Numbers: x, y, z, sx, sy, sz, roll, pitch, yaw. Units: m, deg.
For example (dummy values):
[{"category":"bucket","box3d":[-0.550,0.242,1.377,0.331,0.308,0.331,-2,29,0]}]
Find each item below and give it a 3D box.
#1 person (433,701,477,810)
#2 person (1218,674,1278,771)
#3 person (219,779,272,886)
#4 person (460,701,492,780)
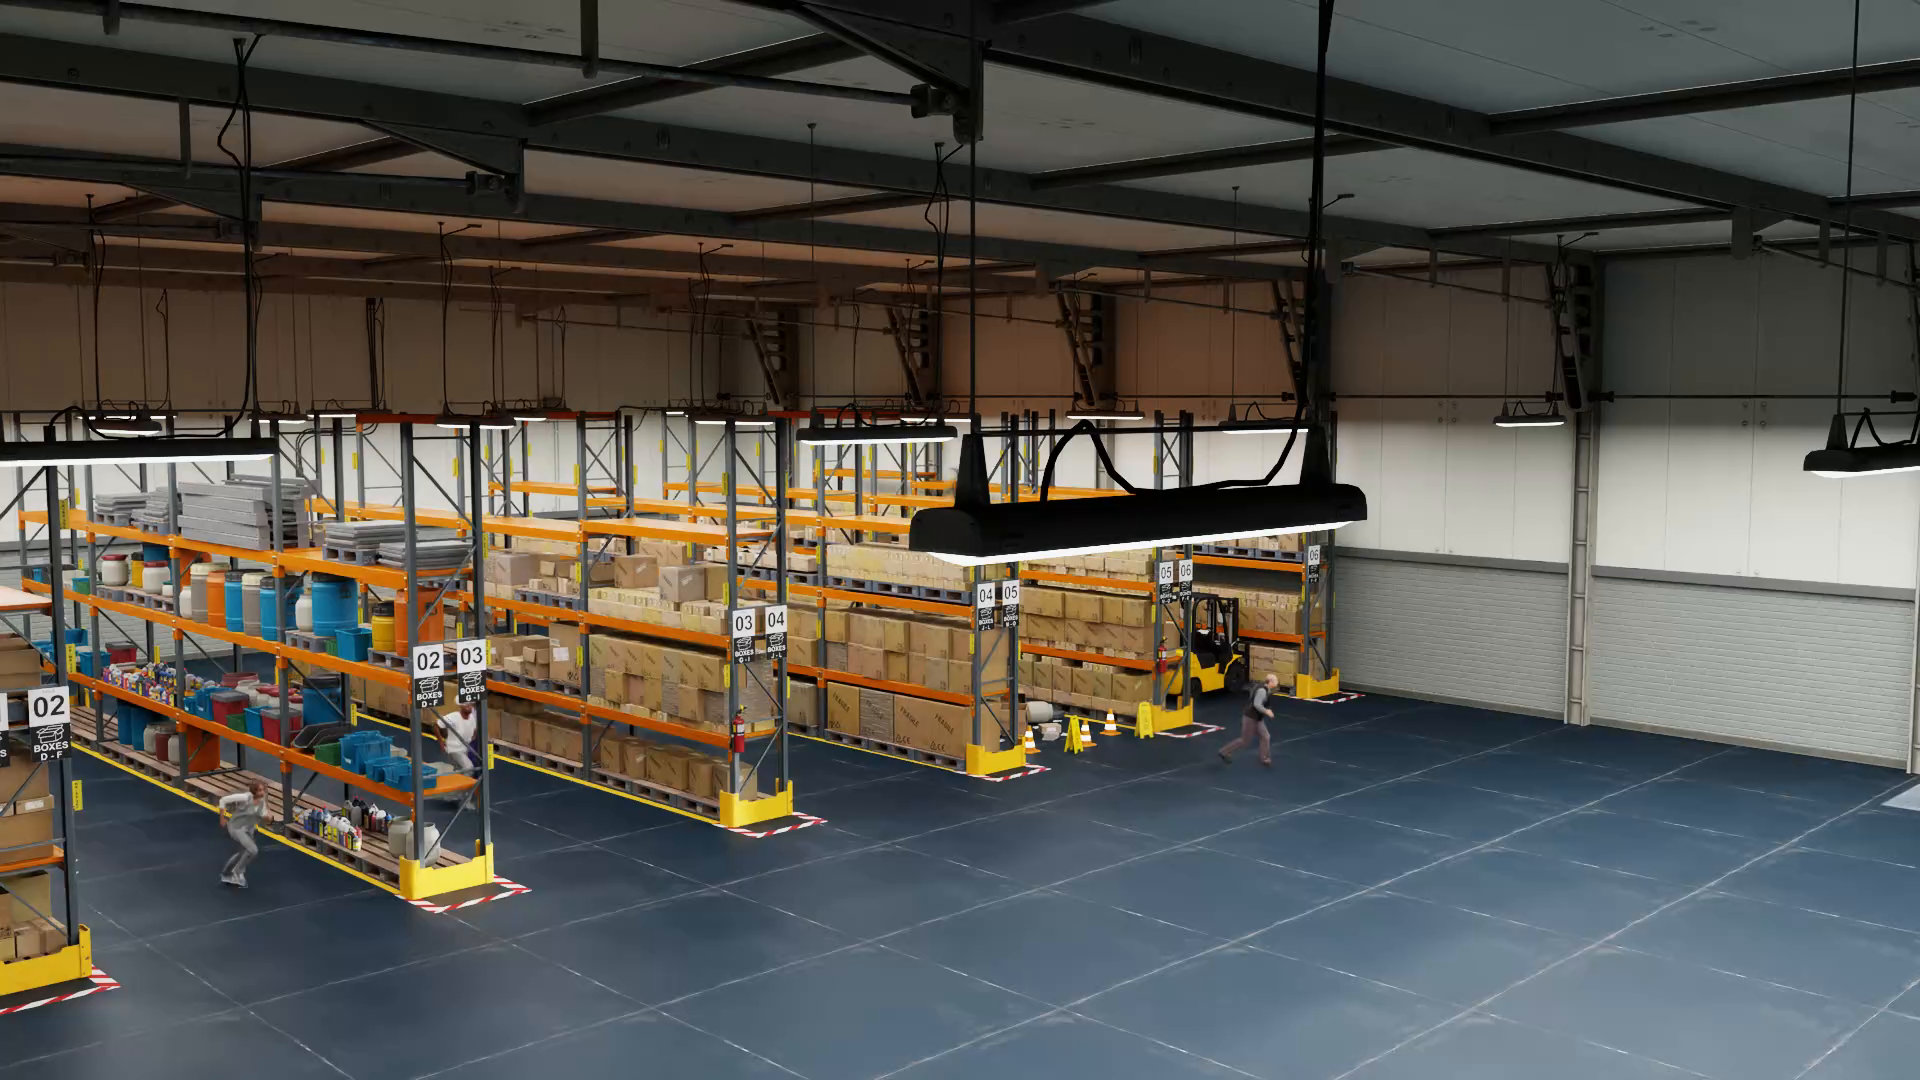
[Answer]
[{"category":"person","box3d":[-7.738,3.258,25.567,0.831,1.770,0.727,2,5,22]},{"category":"person","box3d":[4.886,3.084,28.190,1.007,1.682,0.697,1,5,10]},{"category":"person","box3d":[-9.182,3.752,21.284,0.867,1.435,0.568,2,5,24]},{"category":"person","box3d":[-7.824,3.217,26.692,0.561,1.601,0.595,4,6,36]}]
